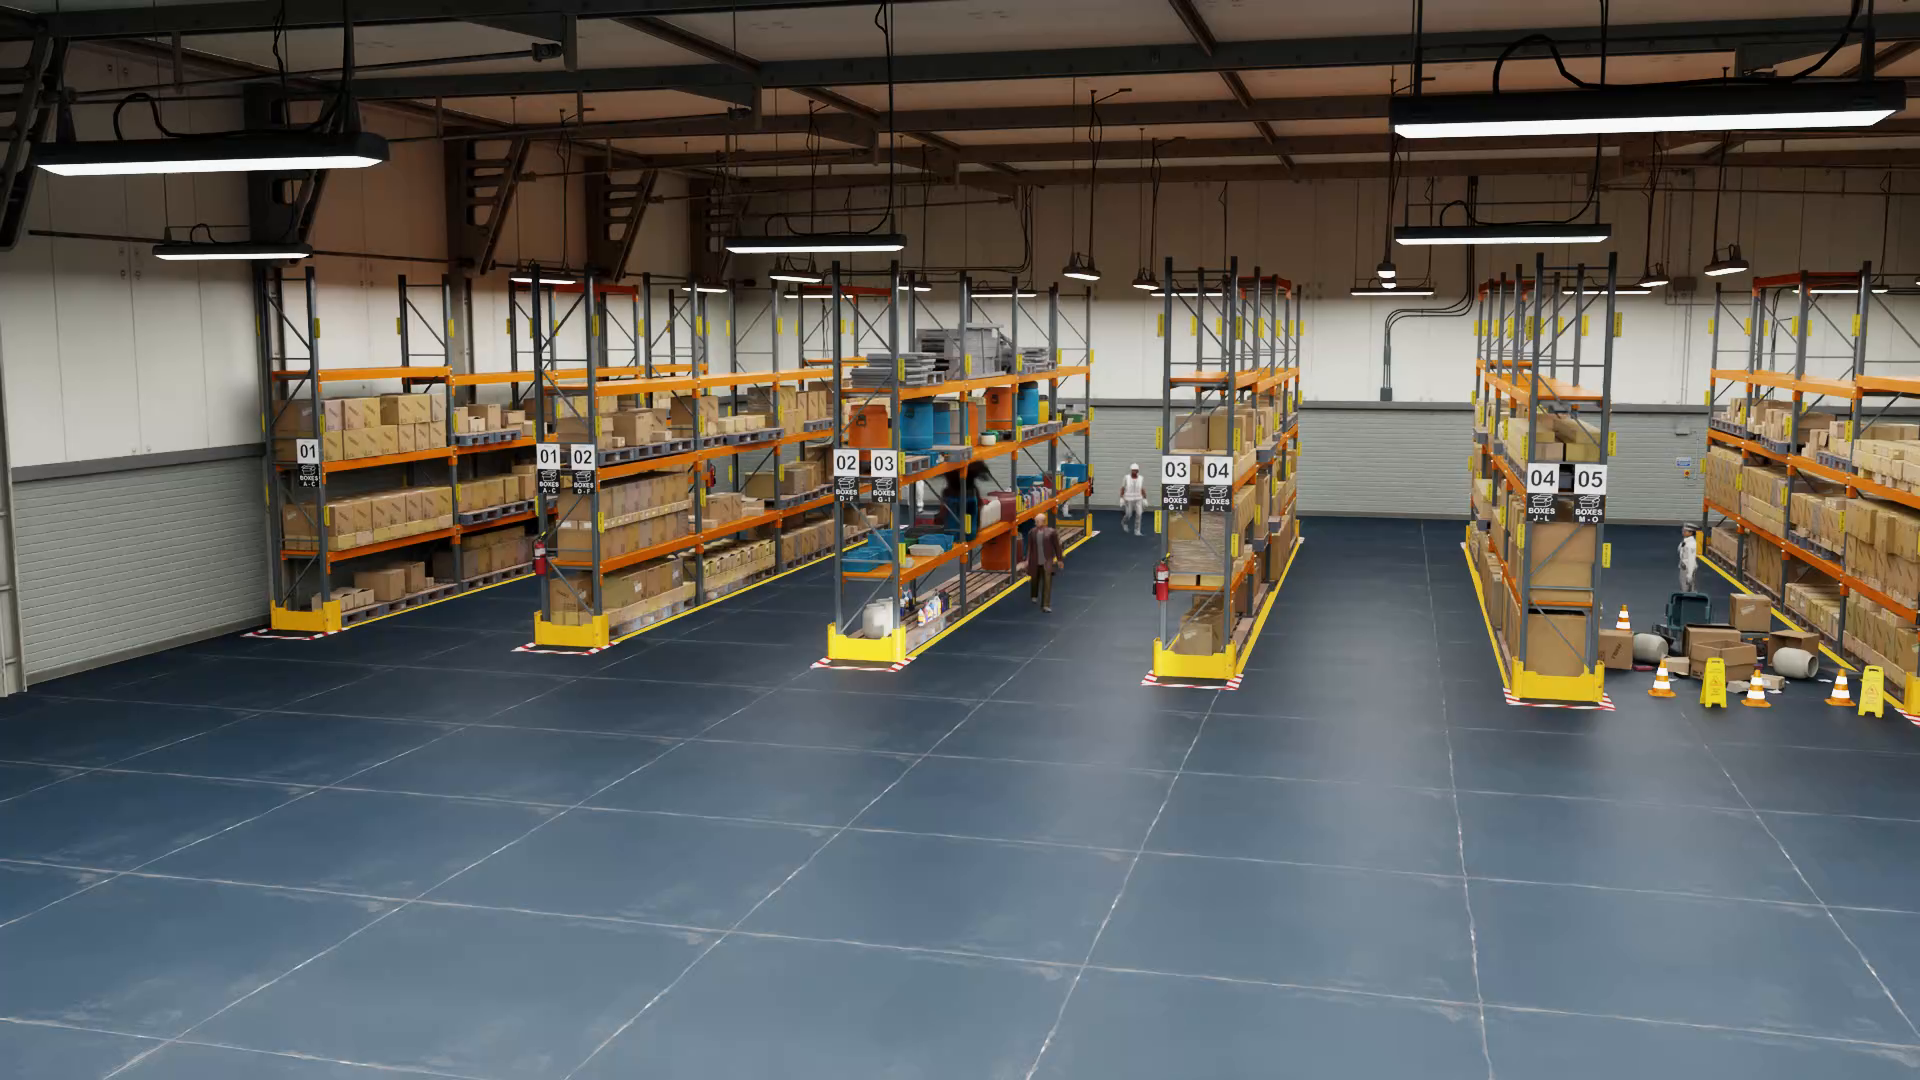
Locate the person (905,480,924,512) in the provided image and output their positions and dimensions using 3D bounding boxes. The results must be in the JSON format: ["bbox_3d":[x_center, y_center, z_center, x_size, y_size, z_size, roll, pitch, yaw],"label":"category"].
[{"bbox_3d":[-1.207,-1.515,44.292,0.586,1.760,0.919,-2,7,-14],"label":"person"}]

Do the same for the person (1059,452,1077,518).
[{"bbox_3d":[2.928,-1.467,44.244,0.548,1.749,0.651,-4,8,-27],"label":"person"}]

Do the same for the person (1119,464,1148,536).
[{"bbox_3d":[4.188,-0.976,40.170,0.675,1.751,0.691,-1,7,-10],"label":"person"}]

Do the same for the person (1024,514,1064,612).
[{"bbox_3d":[1.494,0.389,29.547,0.712,1.737,1.084,0,7,2],"label":"person"}]

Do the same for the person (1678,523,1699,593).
[{"bbox_3d":[12.597,0.534,28.765,0.412,1.685,0.506,6,9,38],"label":"person"}]
